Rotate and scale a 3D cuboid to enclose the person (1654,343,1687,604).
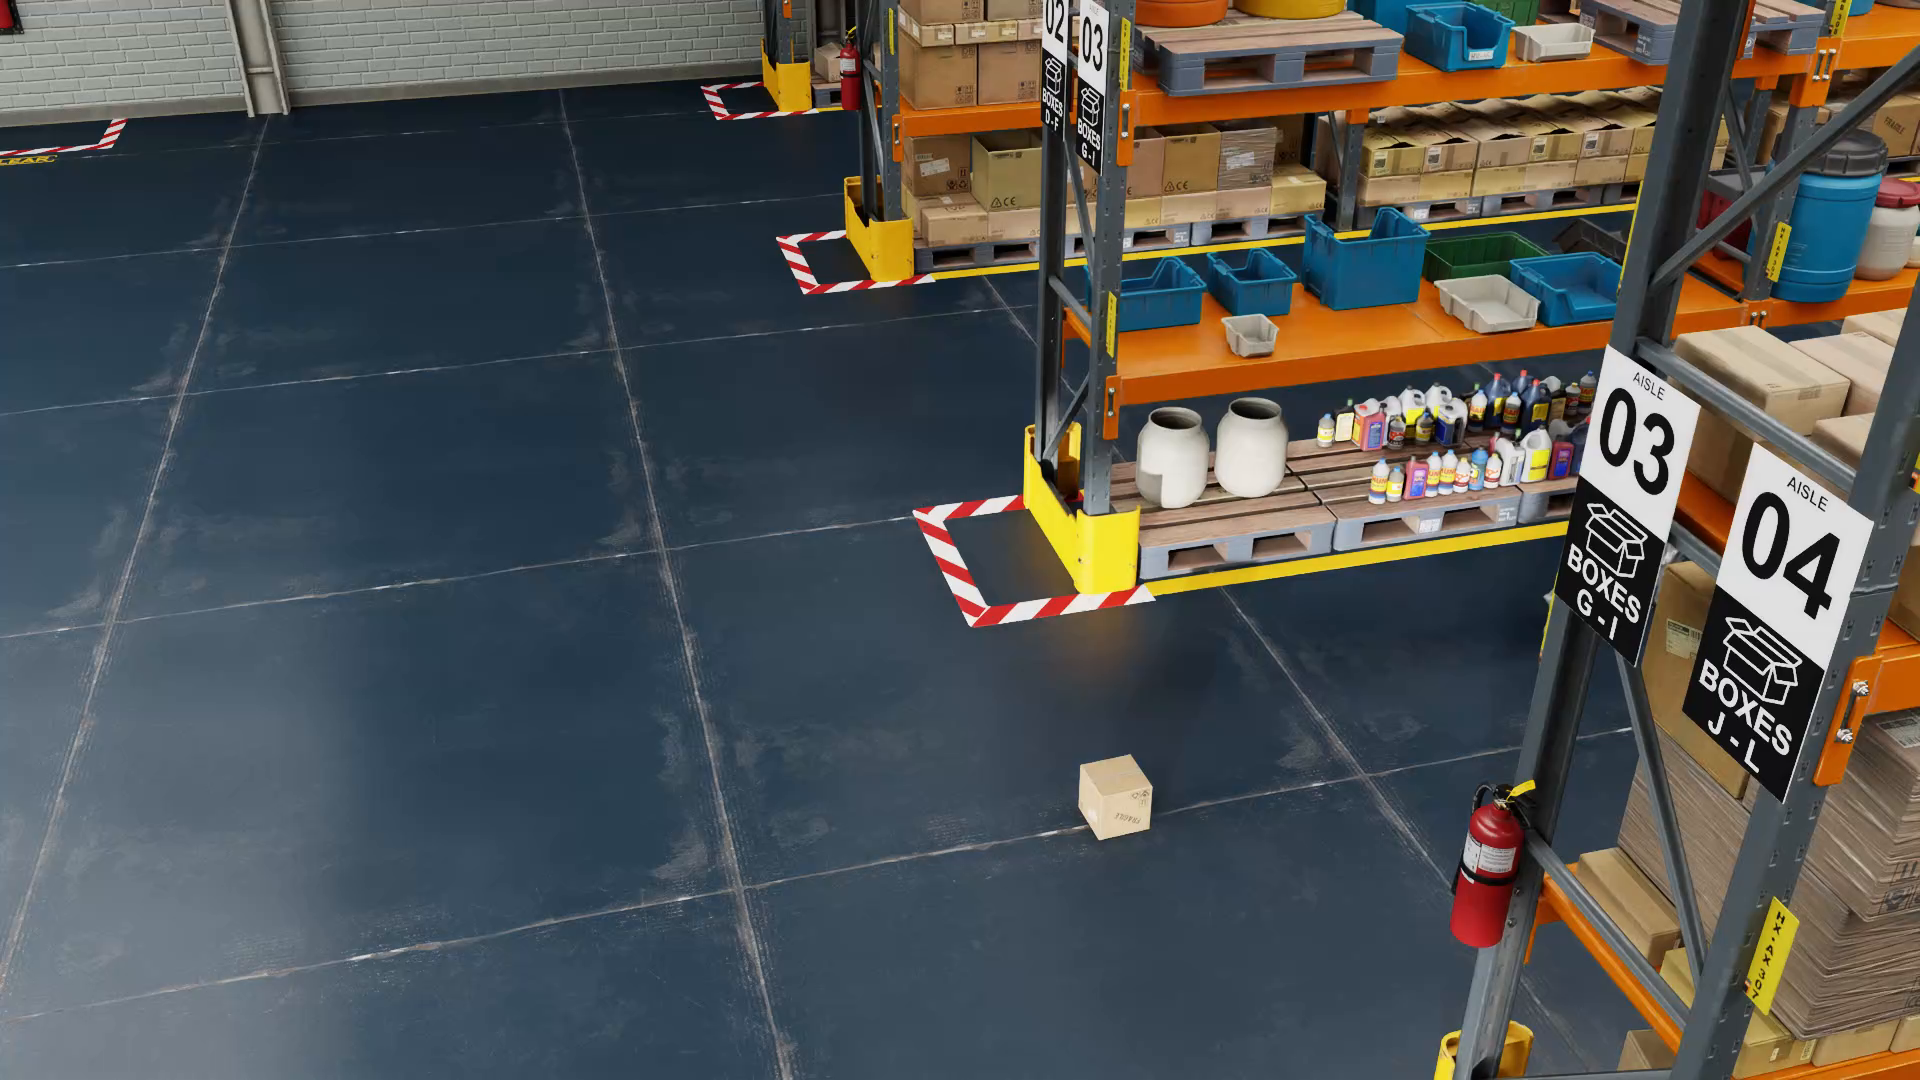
[{"bbox_3d":[3.729,-0.297,8.690,0.884,1.652,0.484,-9,32,-14],"label":"person"}]
